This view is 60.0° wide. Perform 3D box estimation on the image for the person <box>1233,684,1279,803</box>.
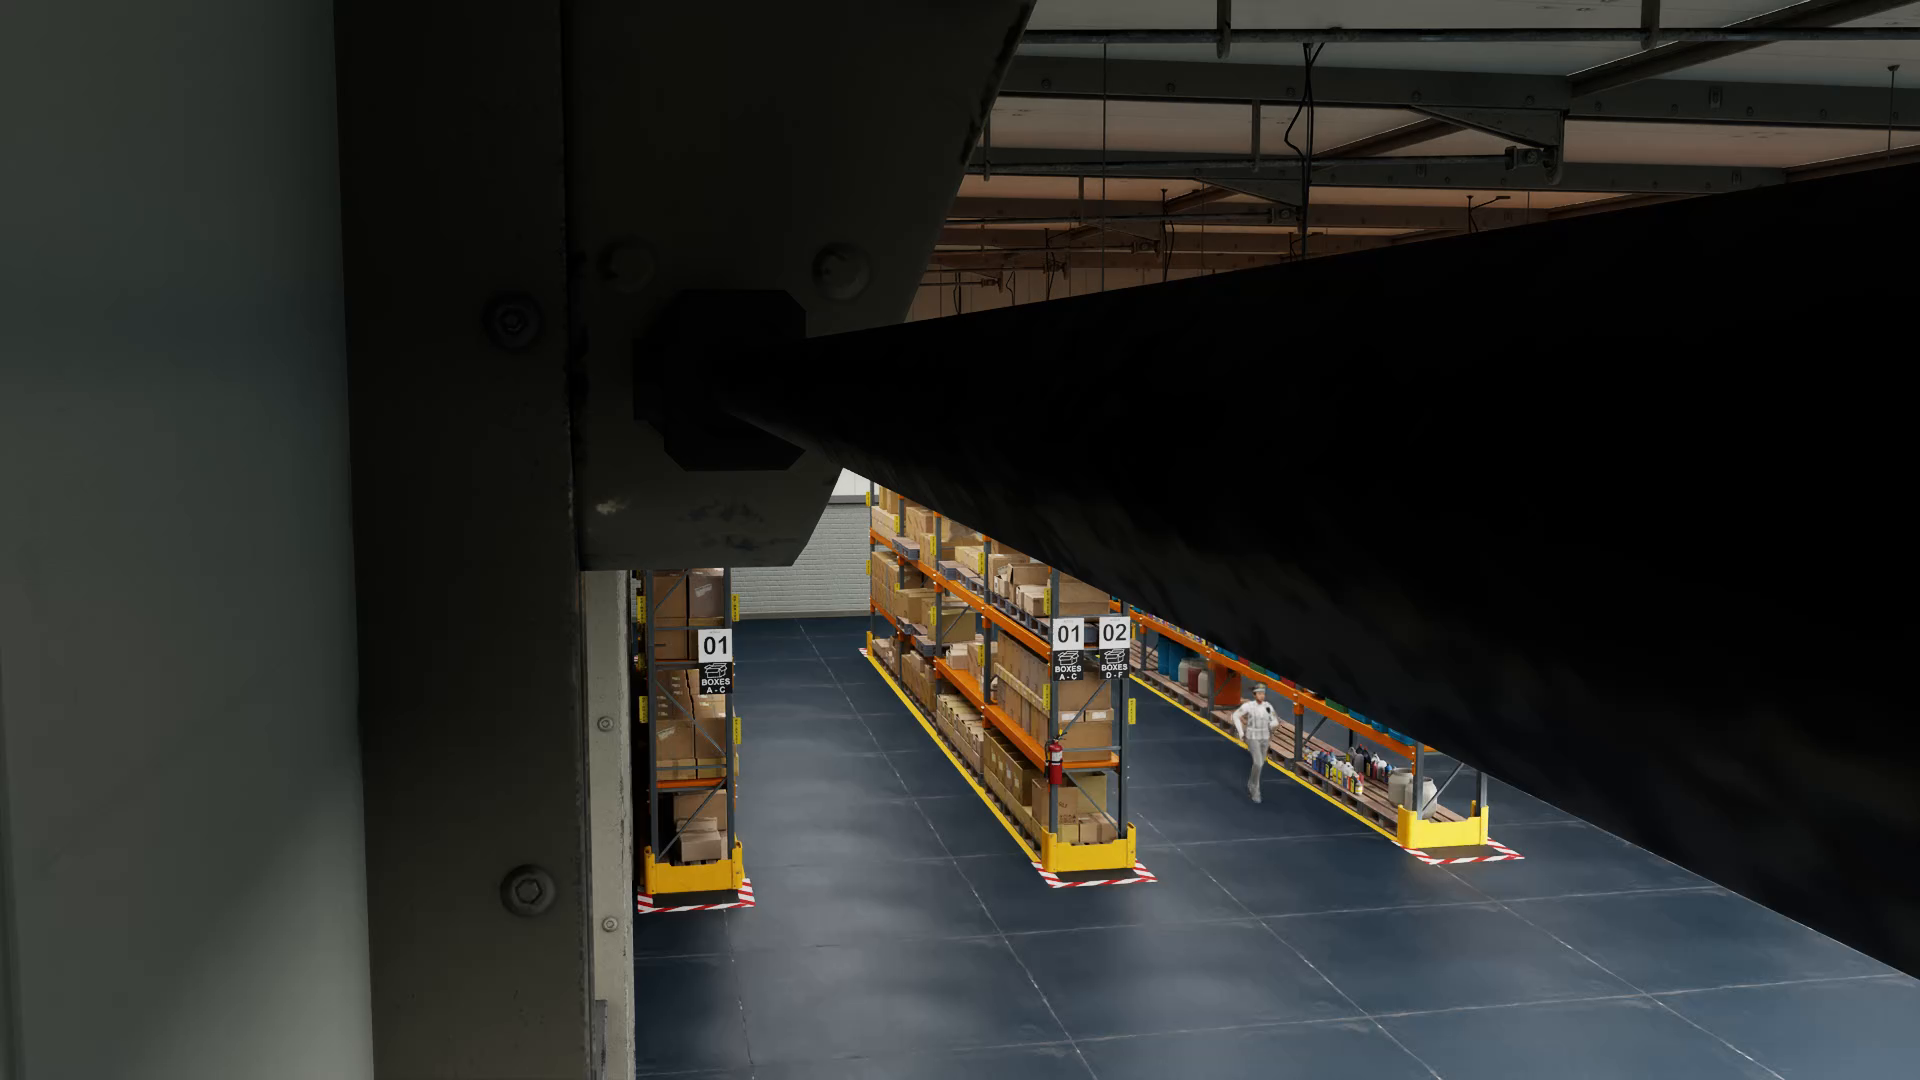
[{"bbox_3d":[4.355,2.955,24.336,0.576,1.749,0.703,-2,6,-19],"label":"person"}]
